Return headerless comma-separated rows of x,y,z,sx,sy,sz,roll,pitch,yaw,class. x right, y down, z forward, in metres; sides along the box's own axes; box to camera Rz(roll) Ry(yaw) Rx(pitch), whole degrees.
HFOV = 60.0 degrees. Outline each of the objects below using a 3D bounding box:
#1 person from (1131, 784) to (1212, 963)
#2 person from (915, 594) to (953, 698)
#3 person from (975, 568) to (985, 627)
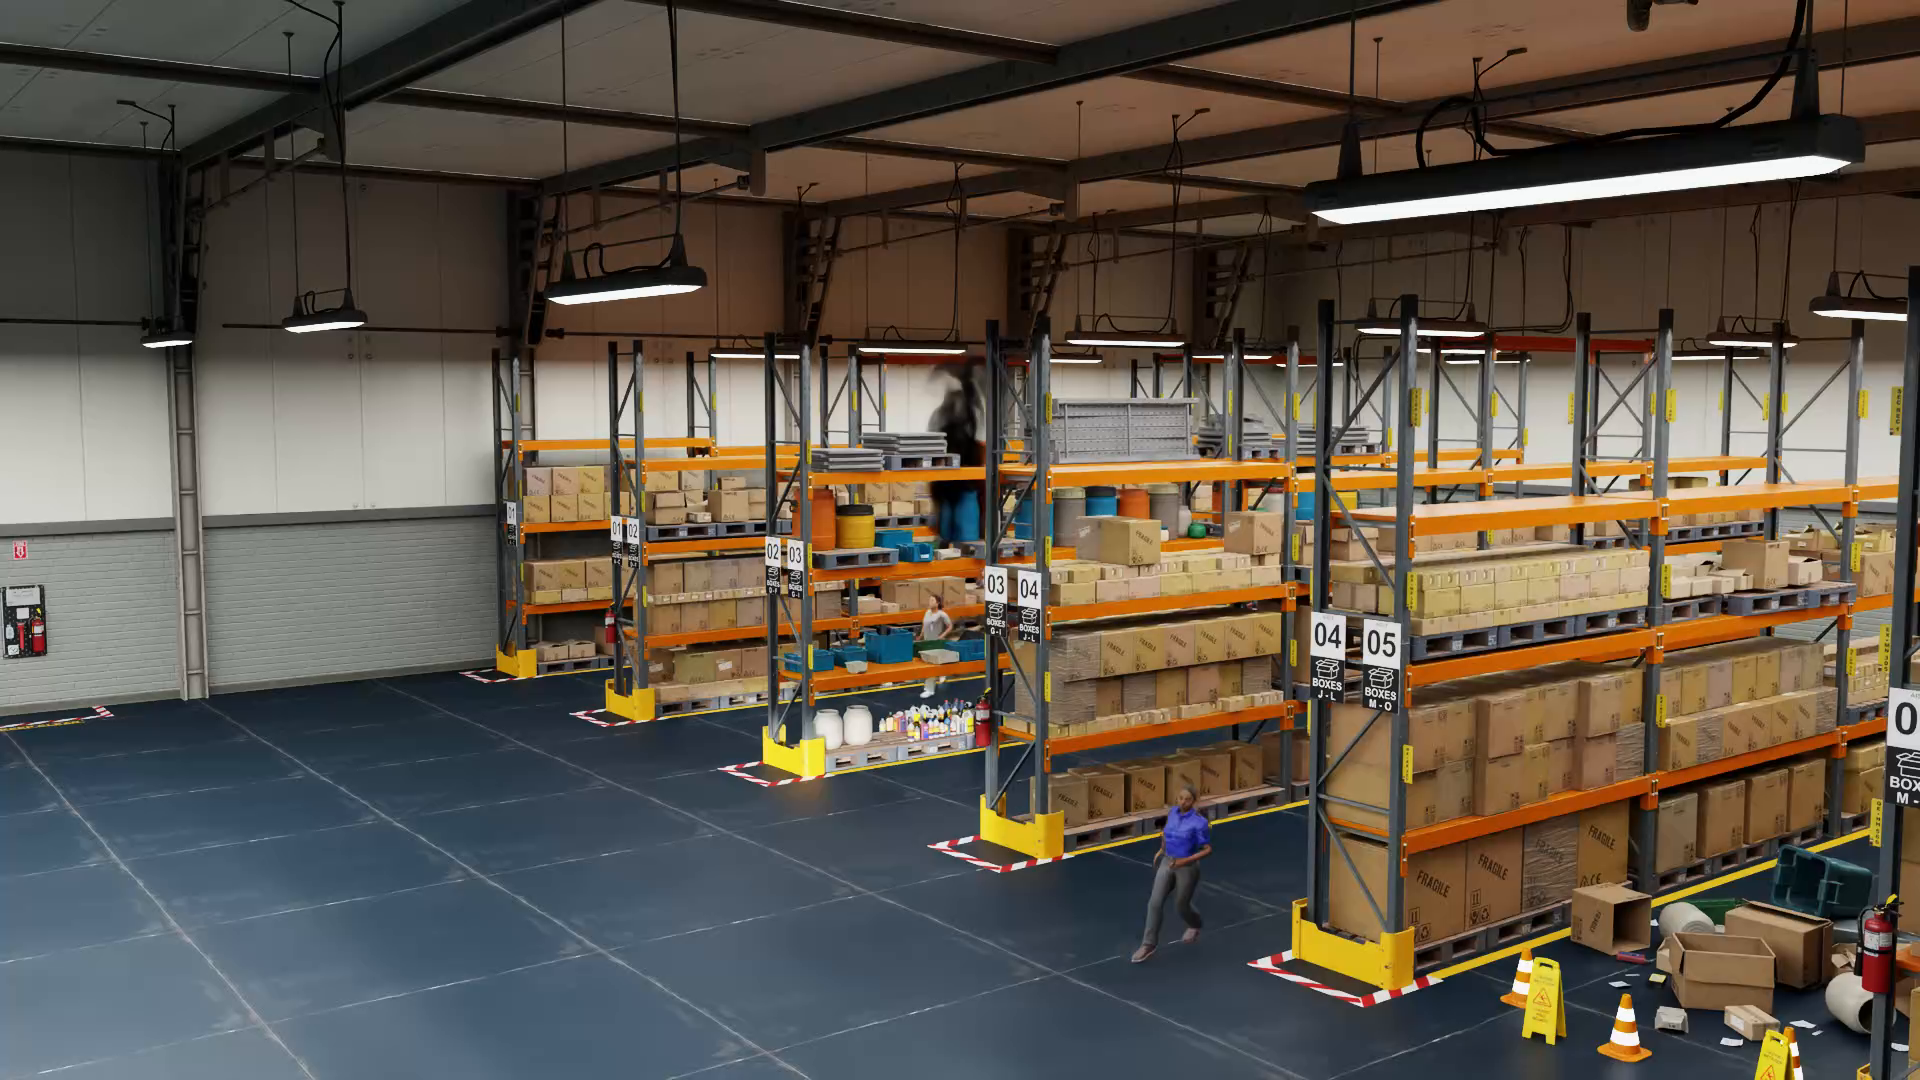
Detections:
2.045,3.013,15.173,0.610,1.634,0.882,4,7,42,person
-0.379,1.698,26.983,0.576,1.658,0.711,4,7,41,person
0.562,1.378,33.089,0.991,1.763,0.694,-5,7,-42,person
